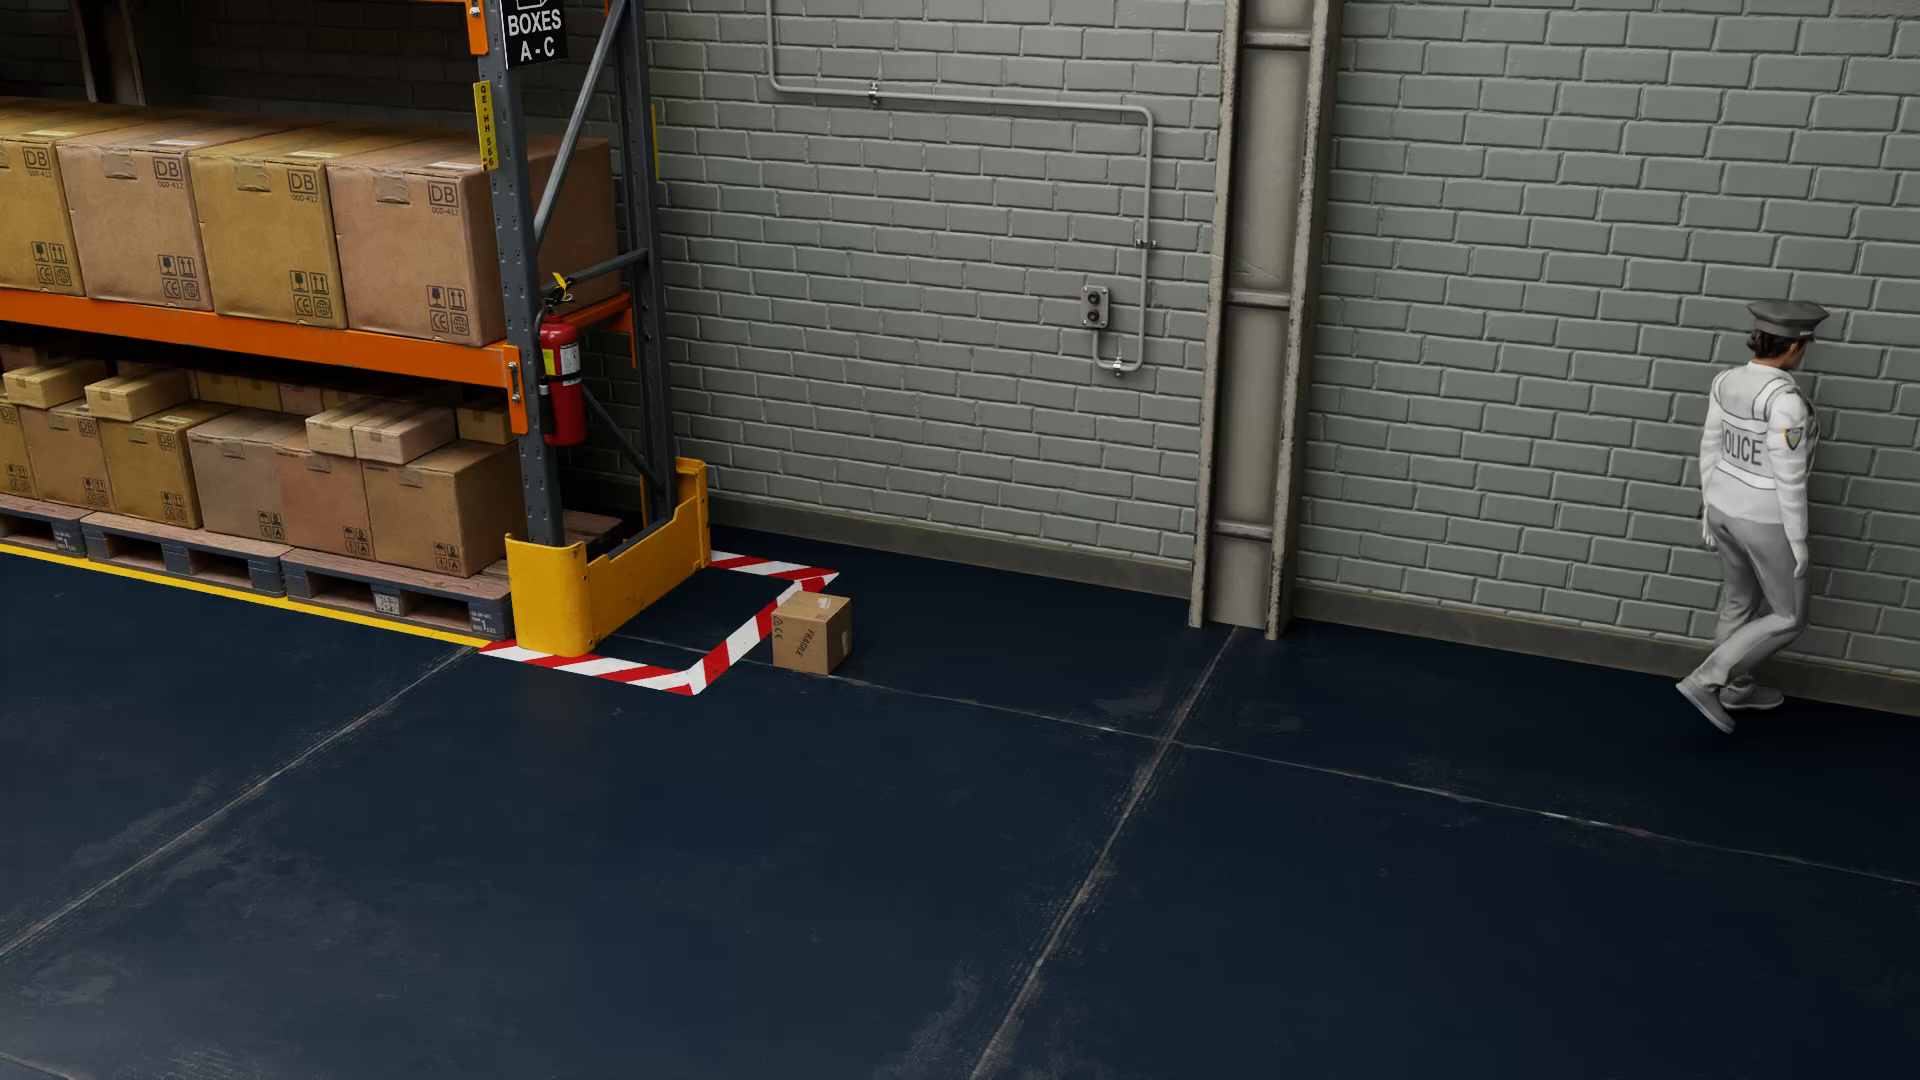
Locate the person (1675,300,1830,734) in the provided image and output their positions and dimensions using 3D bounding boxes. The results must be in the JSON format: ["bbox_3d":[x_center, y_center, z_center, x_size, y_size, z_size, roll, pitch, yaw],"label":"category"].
[{"bbox_3d":[2.988,-0.071,6.207,0.621,1.661,0.520,-4,23,-9],"label":"person"}]
